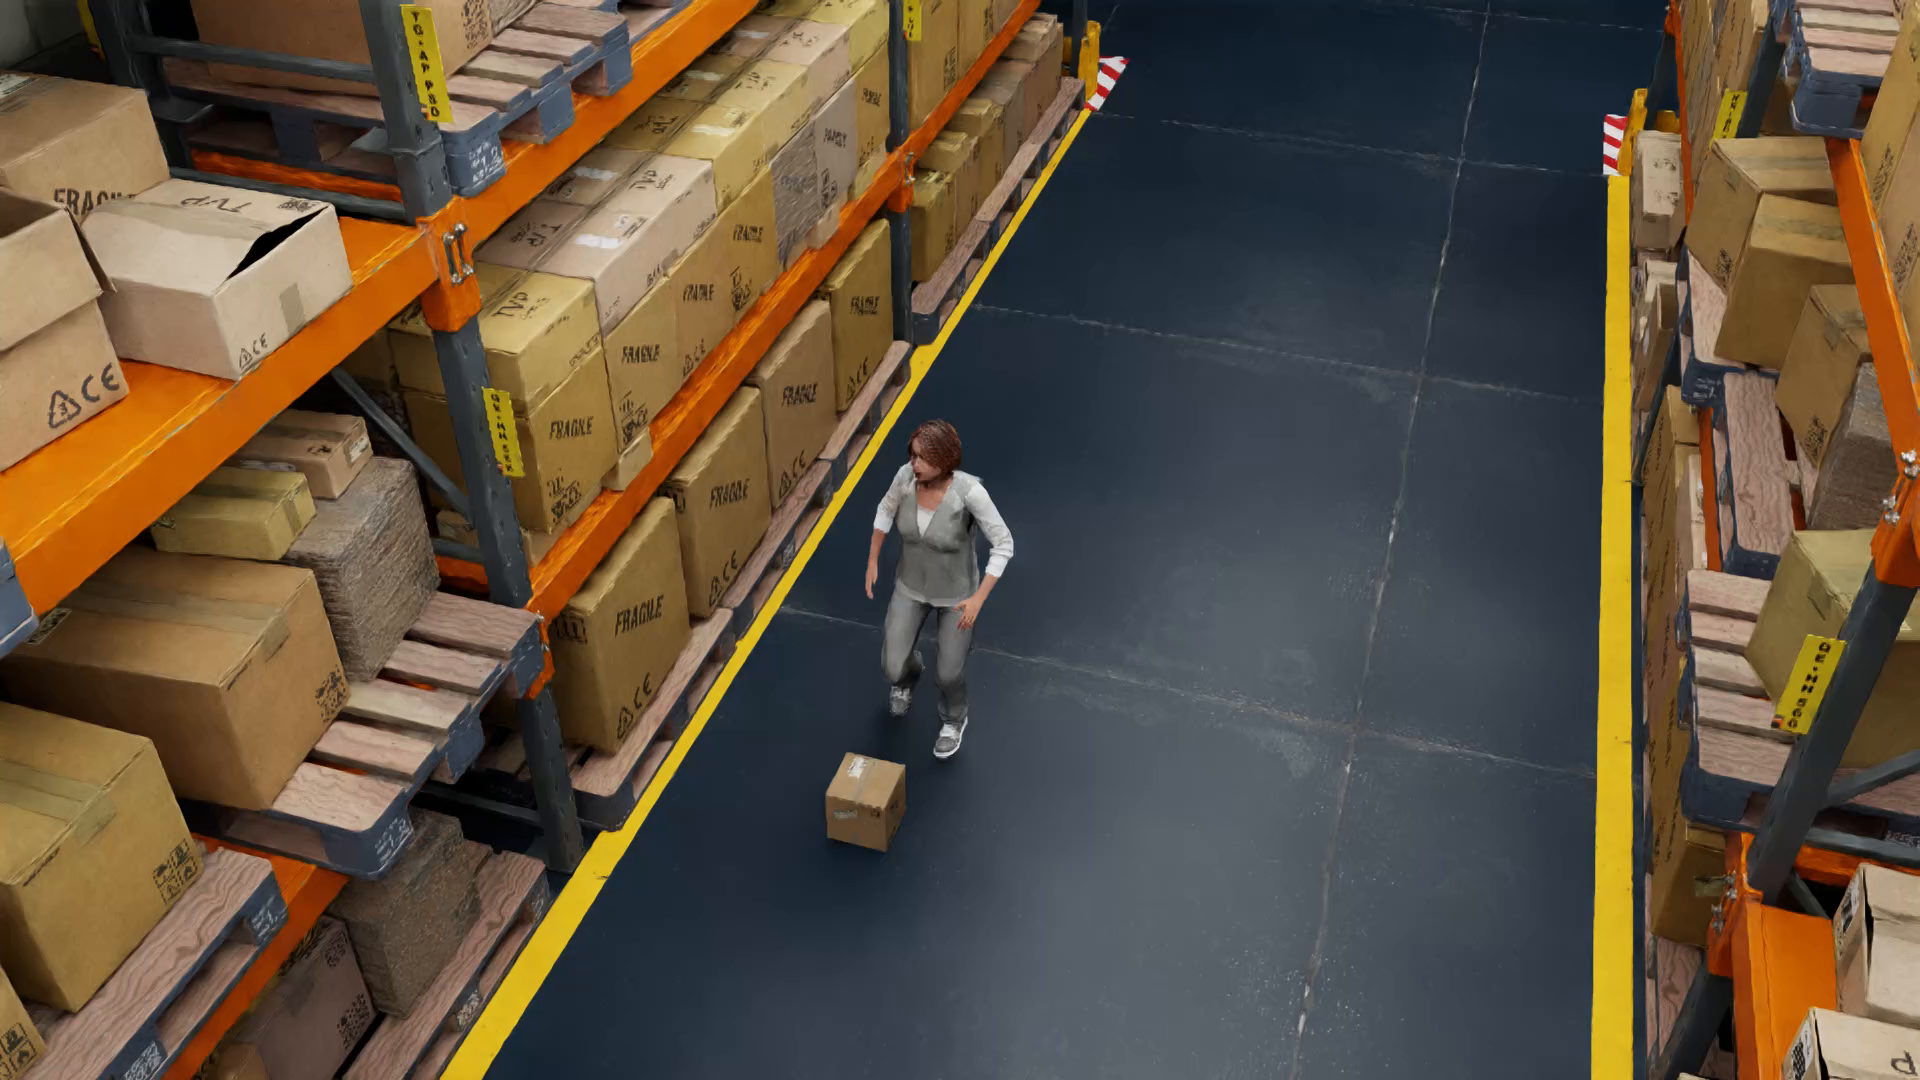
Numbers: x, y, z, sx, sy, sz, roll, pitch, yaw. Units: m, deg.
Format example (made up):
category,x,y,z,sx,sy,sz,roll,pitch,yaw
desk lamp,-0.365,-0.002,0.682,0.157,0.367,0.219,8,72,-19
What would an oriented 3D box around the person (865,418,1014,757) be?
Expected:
category,x,y,z,sx,sy,sz,roll,pitch,yaw
person,-0.096,0.228,6.617,0.600,1.556,0.435,11,39,14
